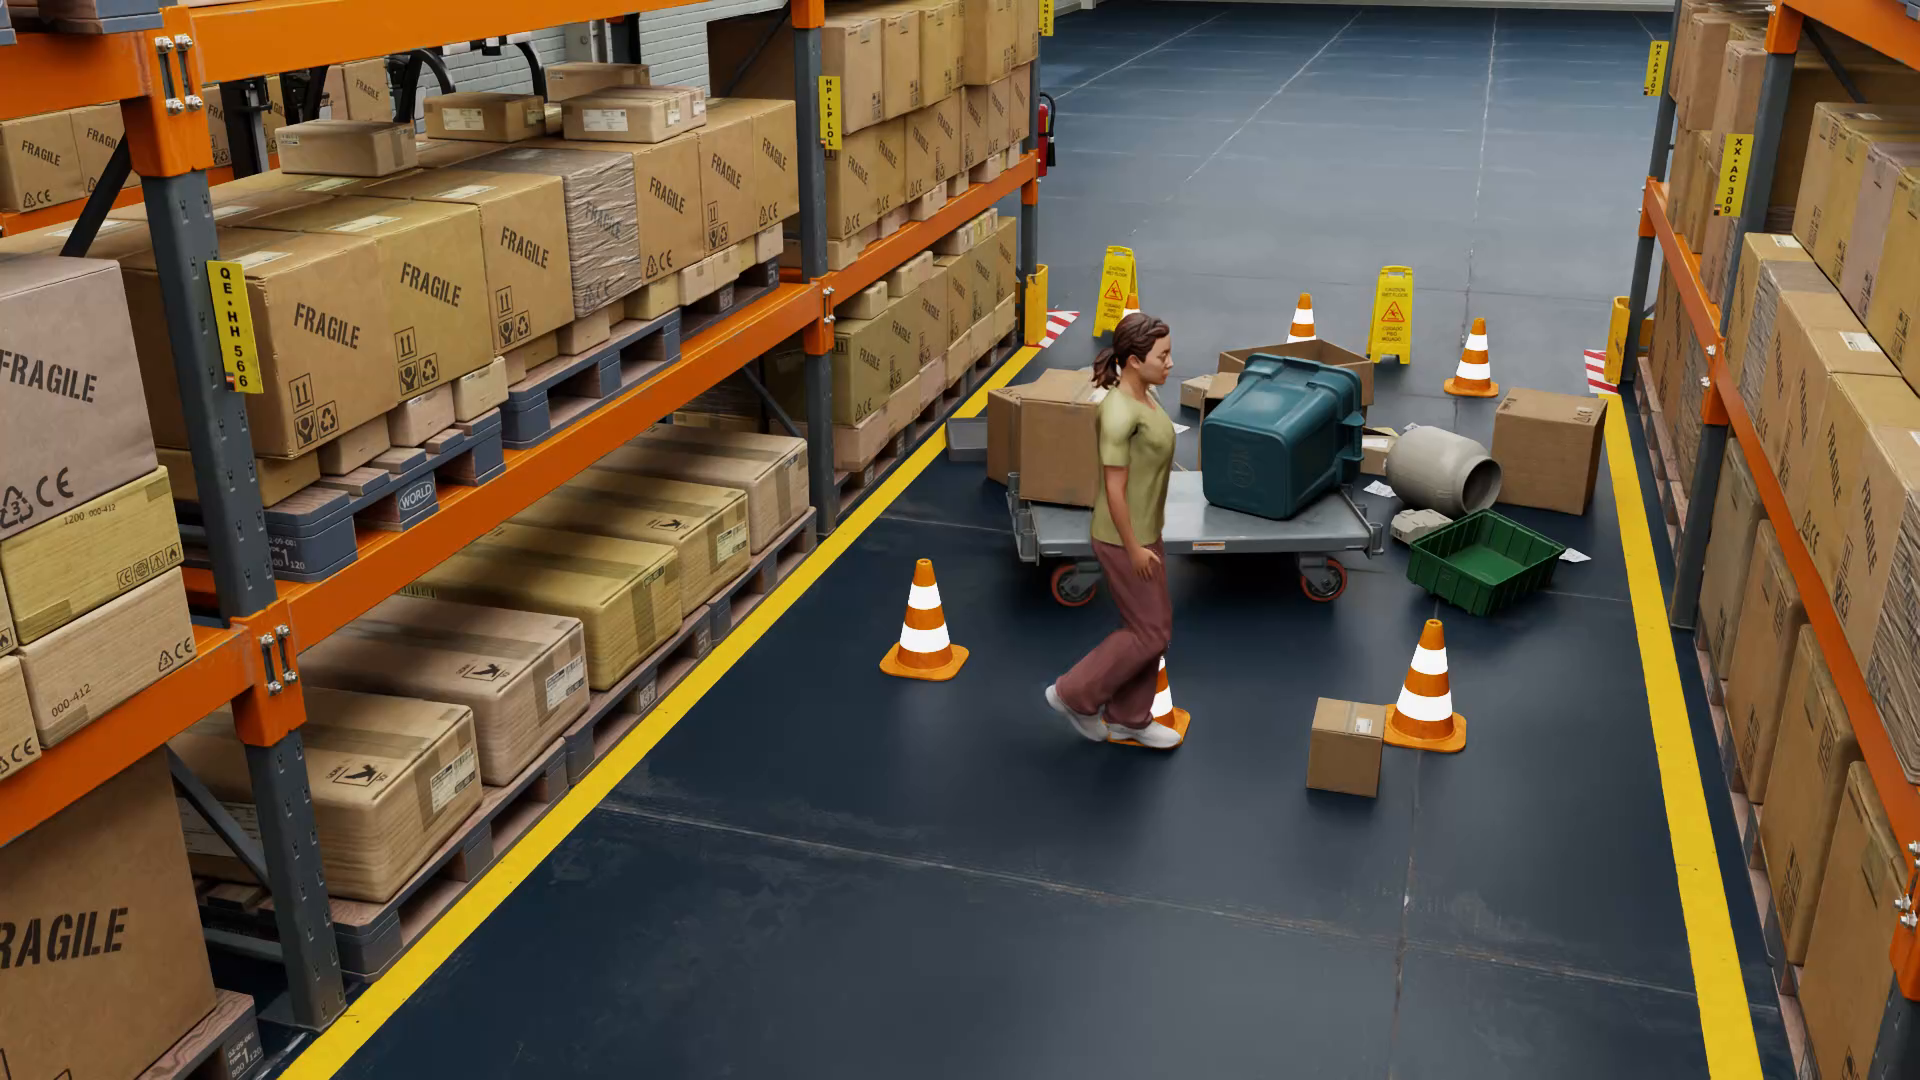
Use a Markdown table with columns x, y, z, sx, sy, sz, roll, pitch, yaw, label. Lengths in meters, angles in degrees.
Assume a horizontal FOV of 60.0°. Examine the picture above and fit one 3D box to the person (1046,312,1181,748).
| x | y | z | sx | sy | sz | roll | pitch | yaw | label |
| --- | --- | --- | --- | --- | --- | --- | --- | --- | --- |
| 0.601 | -0.021 | 6.109 | 0.517 | 1.665 | 0.459 | 6 | 23 | 15 | person |
